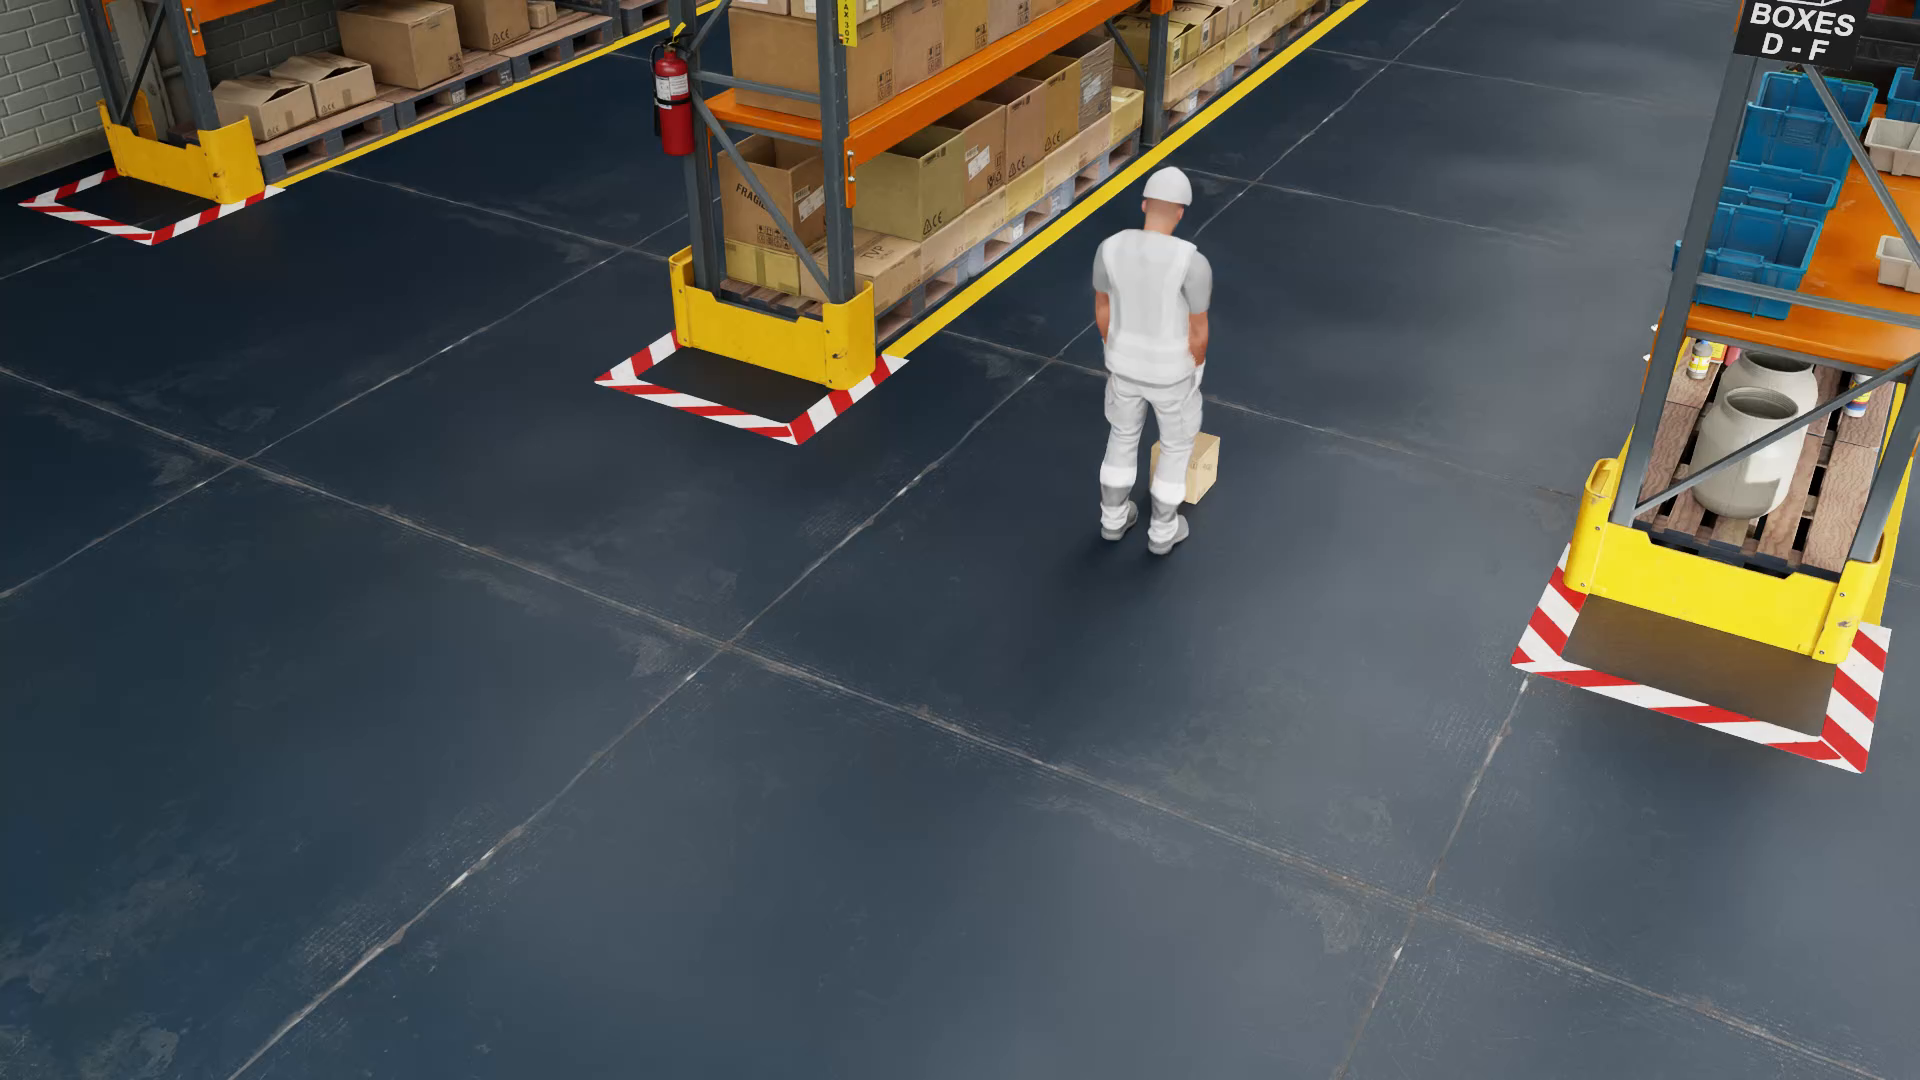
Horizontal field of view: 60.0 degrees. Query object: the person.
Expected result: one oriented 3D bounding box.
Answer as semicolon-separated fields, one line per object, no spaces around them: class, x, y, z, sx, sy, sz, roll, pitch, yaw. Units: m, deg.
person;0.836;-0.775;7.306;0.536;1.757;0.413;19;38;25
